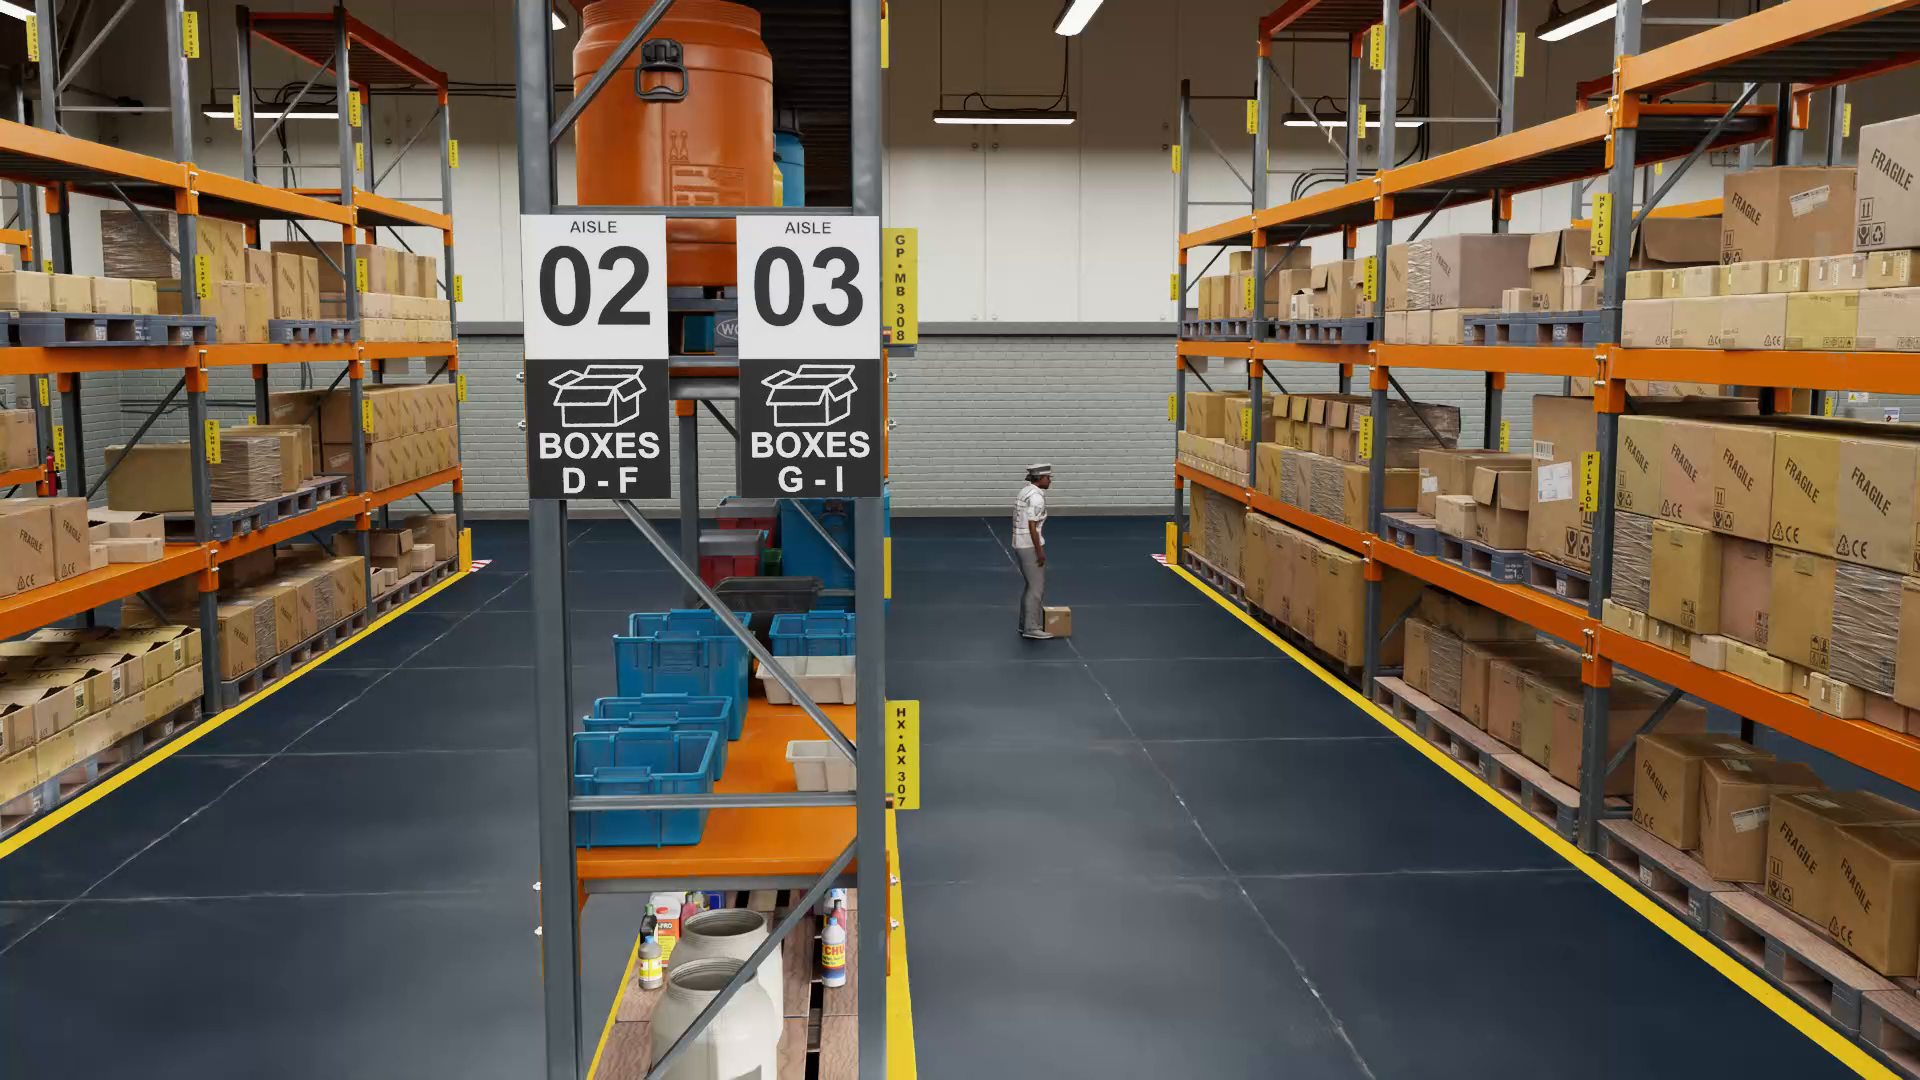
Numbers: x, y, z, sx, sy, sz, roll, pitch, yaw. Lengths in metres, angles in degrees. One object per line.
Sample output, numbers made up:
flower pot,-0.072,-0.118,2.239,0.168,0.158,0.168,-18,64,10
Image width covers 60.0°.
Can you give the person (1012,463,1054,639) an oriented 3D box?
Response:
person,0.705,0.093,15.980,0.393,1.663,0.528,-1,7,-6
